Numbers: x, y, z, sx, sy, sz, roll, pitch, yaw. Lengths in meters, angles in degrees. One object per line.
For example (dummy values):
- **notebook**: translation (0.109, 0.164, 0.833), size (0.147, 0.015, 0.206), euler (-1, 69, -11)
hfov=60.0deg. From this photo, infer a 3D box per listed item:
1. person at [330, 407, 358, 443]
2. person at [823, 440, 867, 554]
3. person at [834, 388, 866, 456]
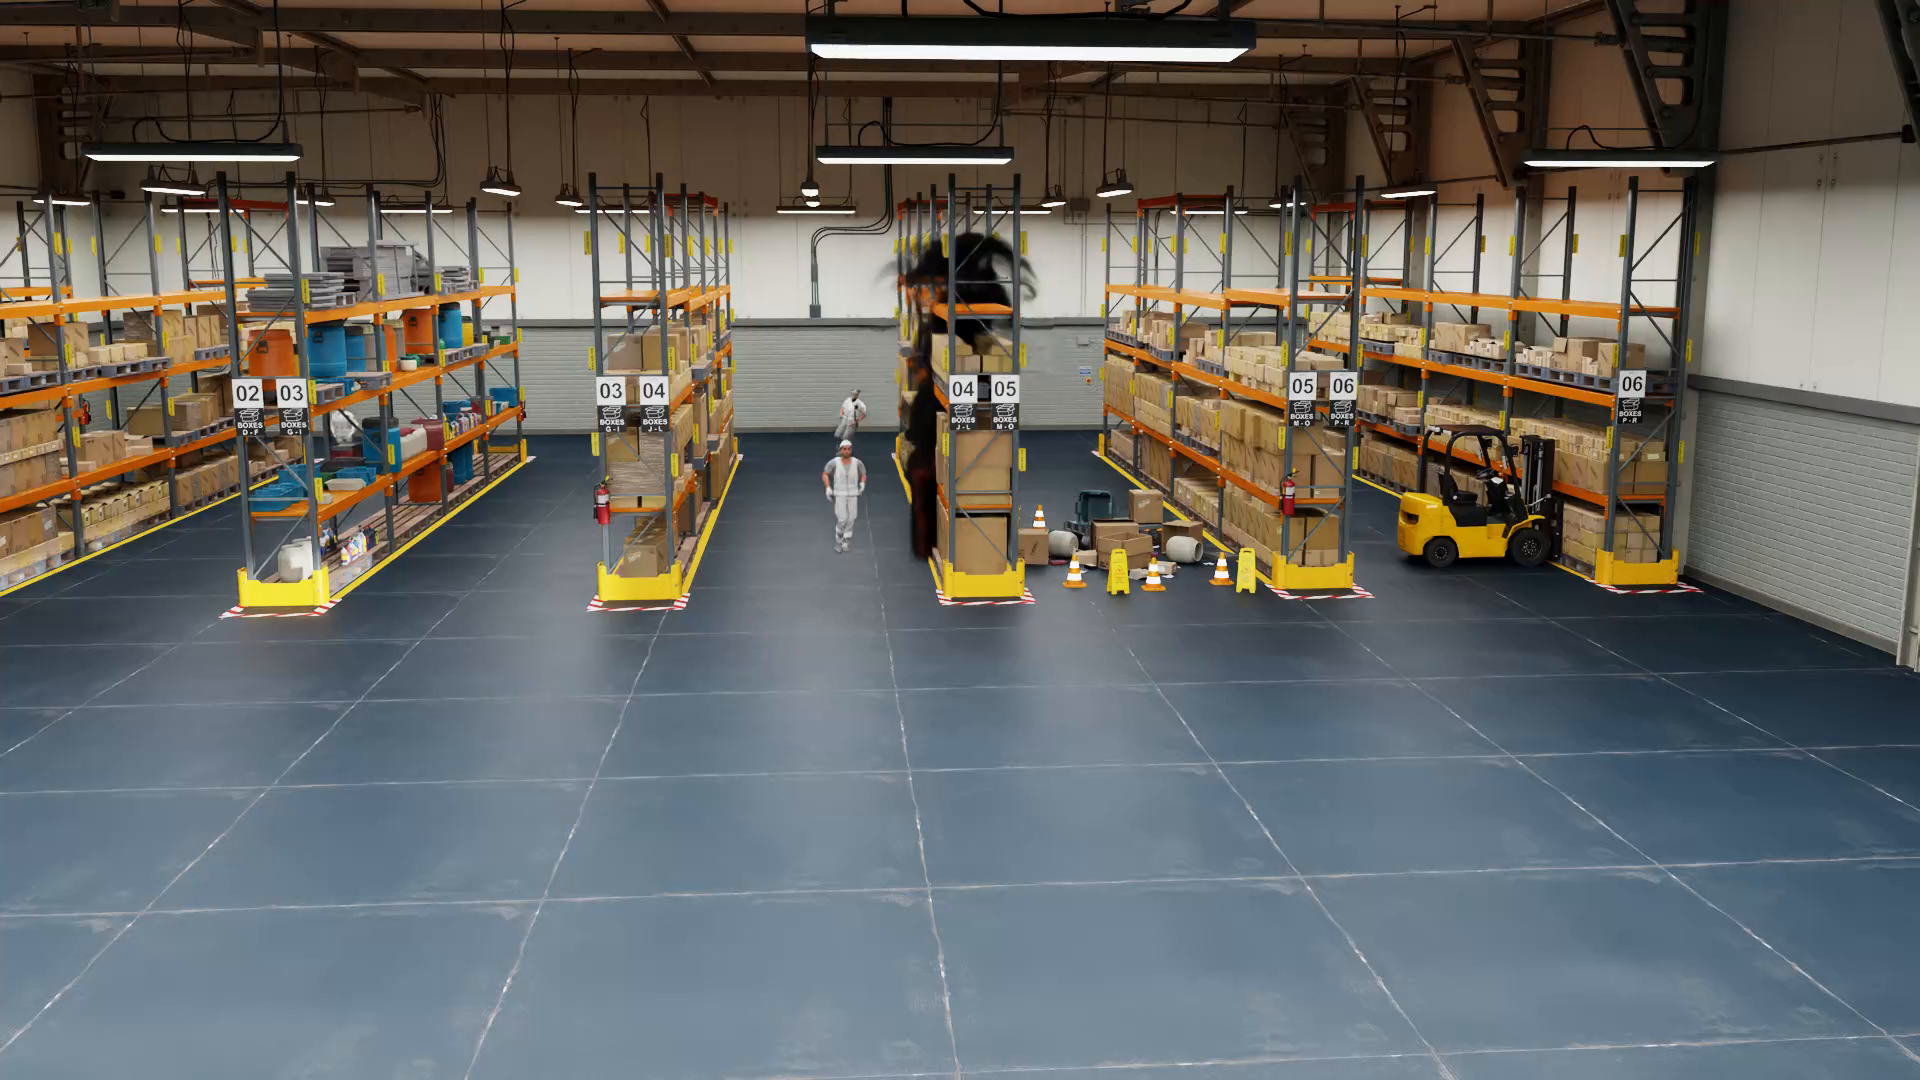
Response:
- **person**: translation (-13.705, -2.297, 36.974), size (0.629, 1.676, 0.566), euler (-2, 10, -10)
- **person**: translation (-1.741, -0.652, 25.694), size (0.663, 1.785, 0.579), euler (-3, 10, -17)
- **person**: translation (-2.685, -2.849, 40.131), size (0.823, 1.651, 0.528), euler (6, 12, 32)
